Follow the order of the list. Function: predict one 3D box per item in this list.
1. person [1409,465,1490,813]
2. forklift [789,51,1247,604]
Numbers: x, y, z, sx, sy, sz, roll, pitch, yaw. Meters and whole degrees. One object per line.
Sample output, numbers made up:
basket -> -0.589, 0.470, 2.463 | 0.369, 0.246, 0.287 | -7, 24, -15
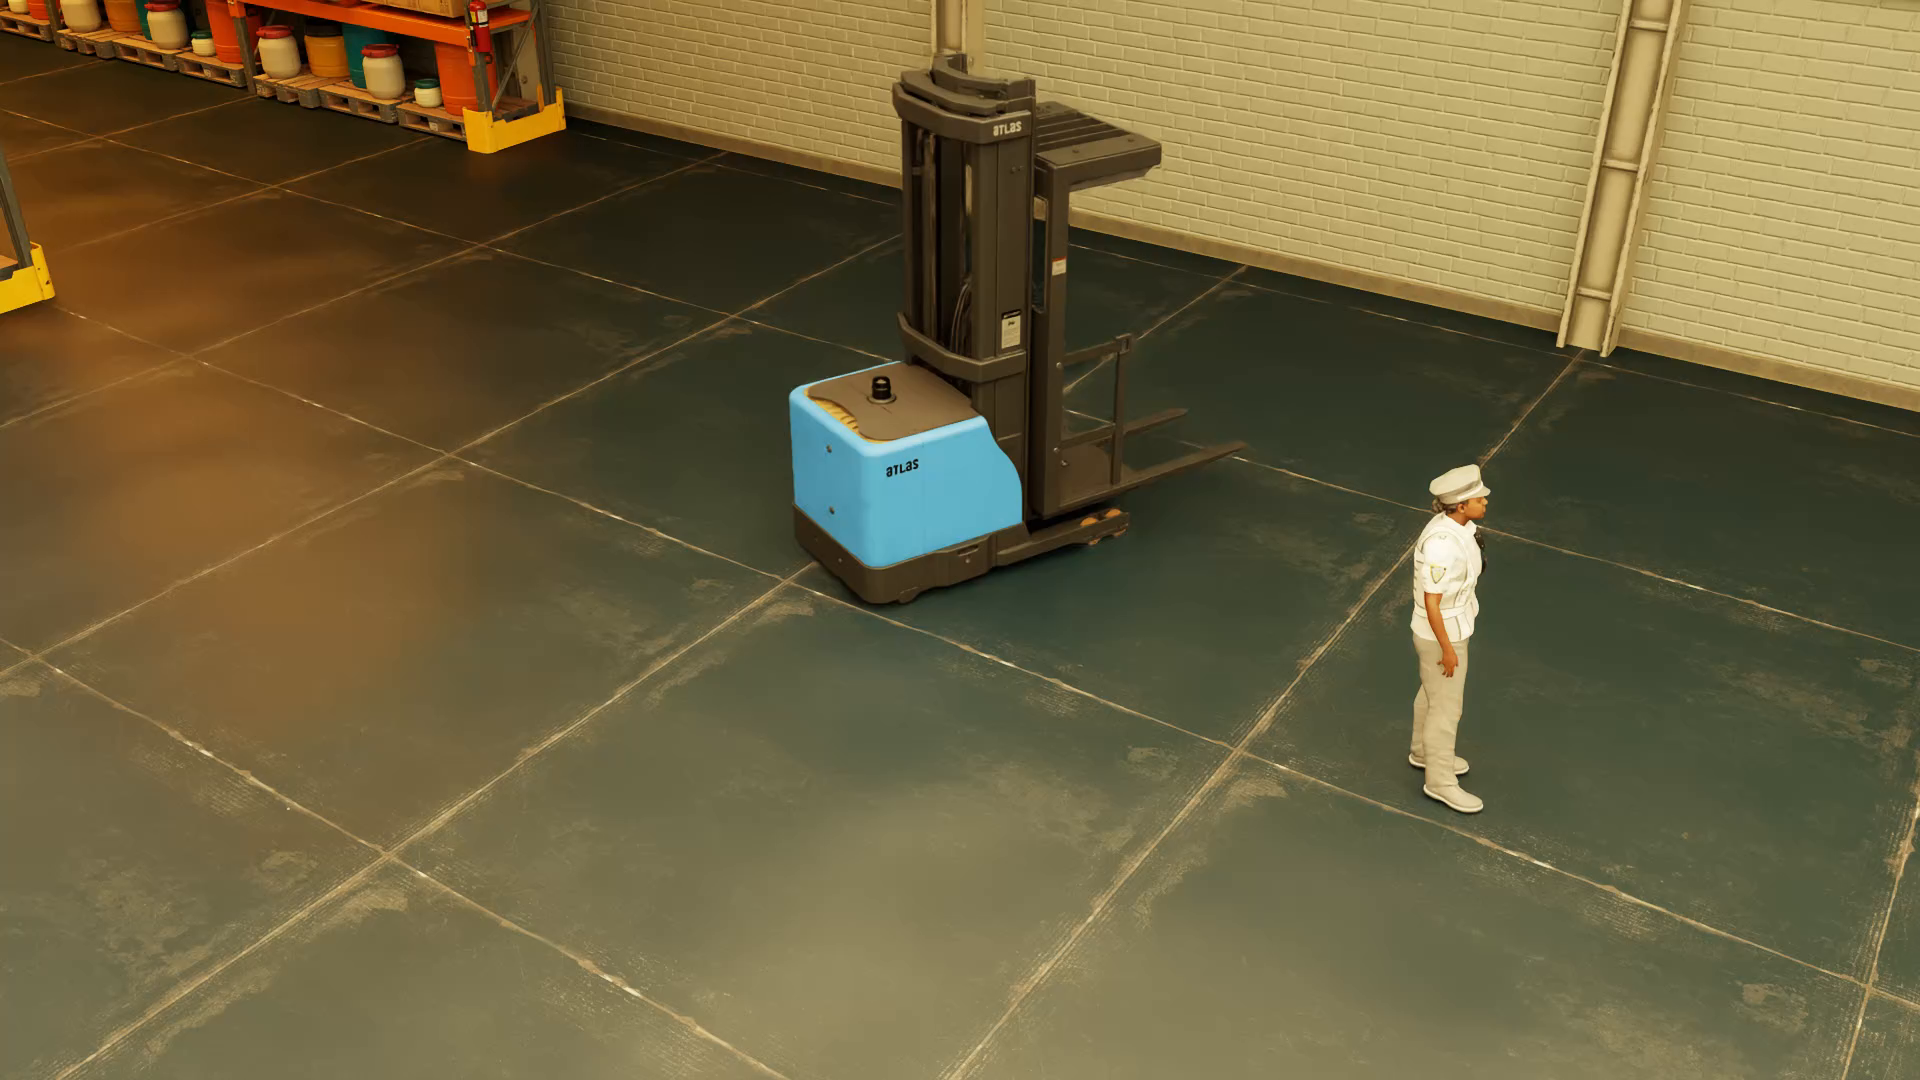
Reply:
person -> 2.416, 0.443, 8.035 | 0.530, 1.695, 0.570 | 12, 32, 20
forklift -> 0.478, -1.445, 10.069 | 3.031, 2.935, 1.130 | -18, 35, -28
